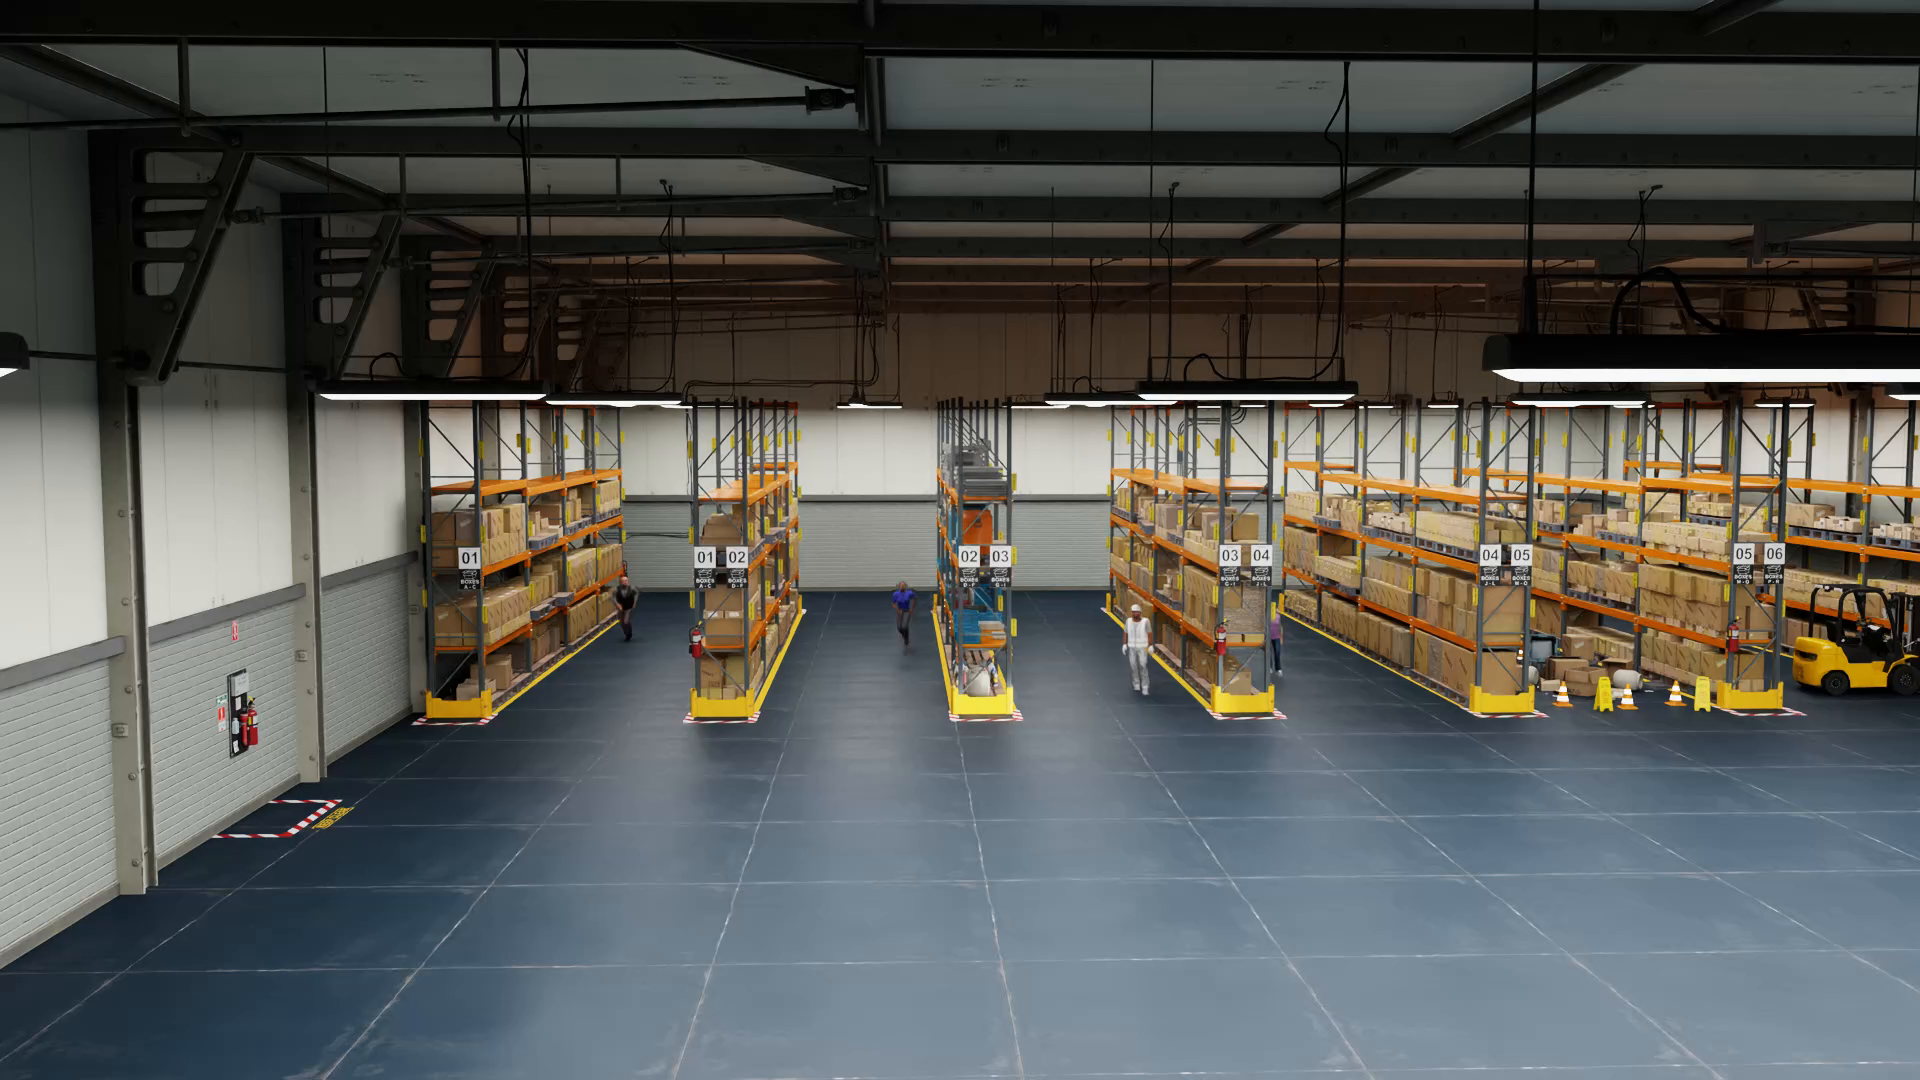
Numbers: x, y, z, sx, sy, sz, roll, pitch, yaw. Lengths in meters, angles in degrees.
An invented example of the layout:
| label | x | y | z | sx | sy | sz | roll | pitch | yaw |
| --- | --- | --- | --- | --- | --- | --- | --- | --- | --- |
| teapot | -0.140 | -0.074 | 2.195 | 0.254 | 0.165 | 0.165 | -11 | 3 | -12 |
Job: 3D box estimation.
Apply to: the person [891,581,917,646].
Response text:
| label | x | y | z | sx | sy | sz | roll | pitch | yaw |
| --- | --- | --- | --- | --- | --- | --- | --- | --- | --- |
| person | -1.332 | 1.752 | 39.657 | 0.573 | 1.554 | 0.745 | 1 | 4 | 10 |

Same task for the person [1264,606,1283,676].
| label | x | y | z | sx | sy | sz | roll | pitch | yaw |
| --- | --- | --- | --- | --- | --- | --- | --- | --- | --- |
| person | 6.768 | 2.144 | 35.980 | 0.445 | 1.557 | 0.891 | 1 | 4 | 9 |

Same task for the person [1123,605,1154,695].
| label | x | y | z | sx | sy | sz | roll | pitch | yaw |
| --- | --- | --- | --- | --- | --- | --- | --- | --- | --- |
| person | 3.613 | 2.229 | 33.909 | 0.642 | 1.816 | 0.594 | 2 | 5 | 26 |

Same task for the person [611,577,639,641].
| label | x | y | z | sx | sy | sz | roll | pitch | yaw |
| --- | --- | --- | --- | --- | --- | --- | --- | --- | --- |
| person | -8.331 | 1.711 | 41.402 | 0.604 | 1.632 | 0.725 | 1 | 4 | 7 |
